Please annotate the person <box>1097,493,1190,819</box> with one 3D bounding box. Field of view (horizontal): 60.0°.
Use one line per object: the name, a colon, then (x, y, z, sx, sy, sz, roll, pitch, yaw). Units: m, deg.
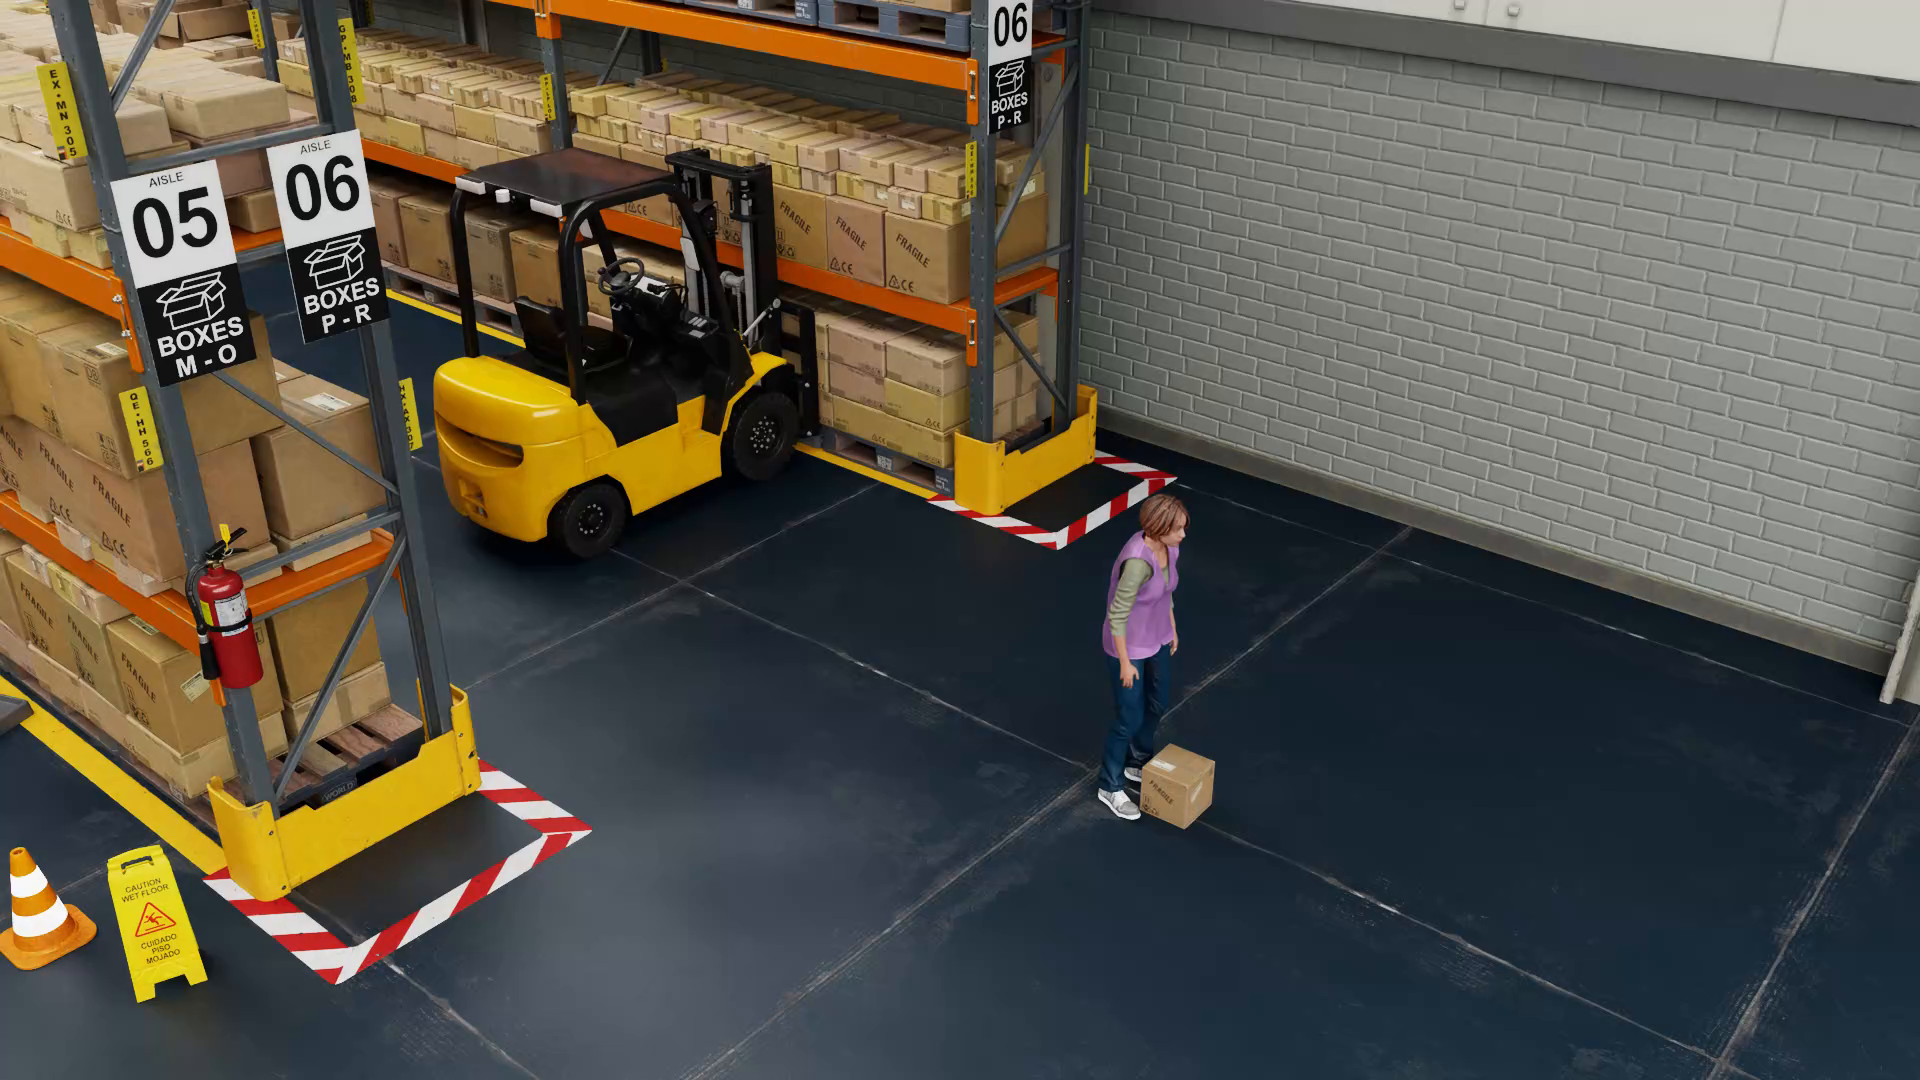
person: (0.841, 0.502, 7.677, 0.345, 1.593, 0.474, 20, 34, 33)
